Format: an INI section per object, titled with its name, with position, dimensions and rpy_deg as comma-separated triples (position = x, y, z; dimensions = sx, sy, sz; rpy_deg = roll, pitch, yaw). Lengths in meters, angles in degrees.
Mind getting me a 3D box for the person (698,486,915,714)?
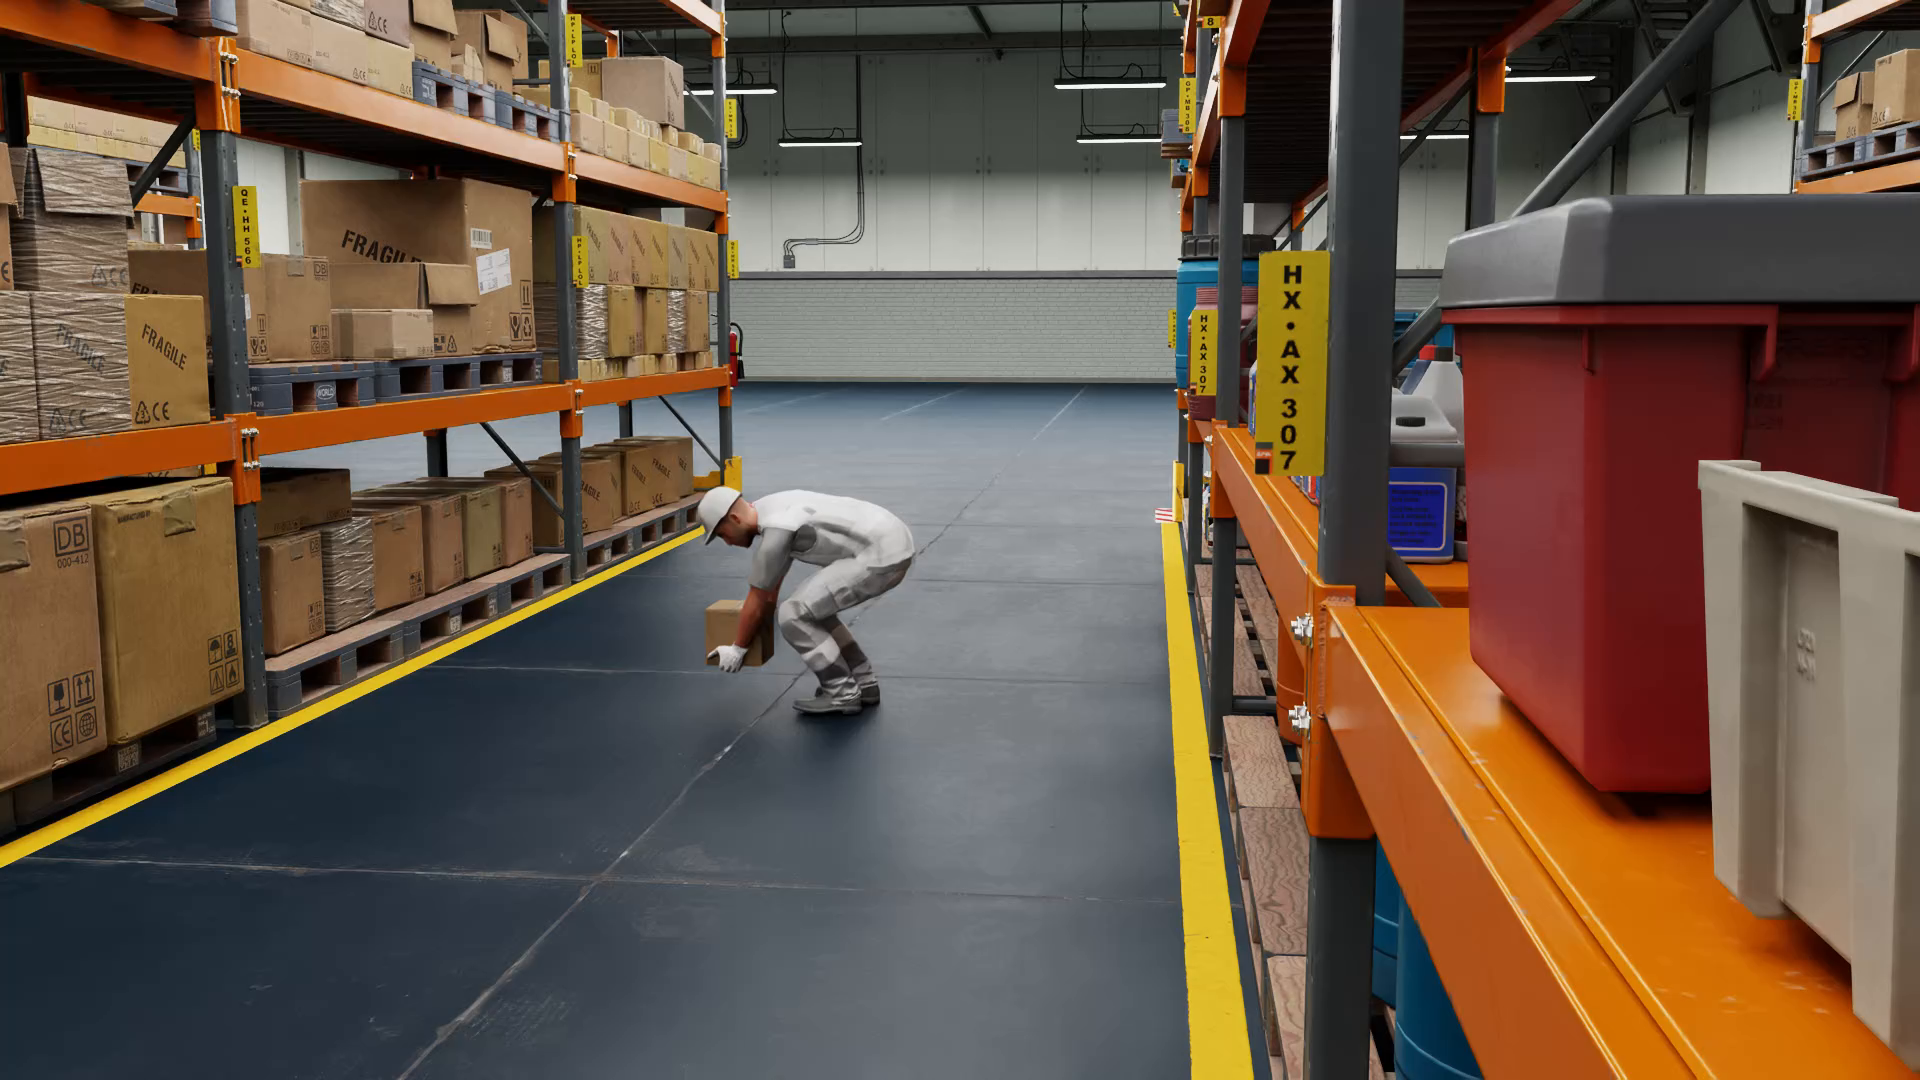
[person]
position = -0.670, 0.256, 7.327
dimensions = 0.949, 0.988, 0.527
rpy_deg = 1, 8, 4
